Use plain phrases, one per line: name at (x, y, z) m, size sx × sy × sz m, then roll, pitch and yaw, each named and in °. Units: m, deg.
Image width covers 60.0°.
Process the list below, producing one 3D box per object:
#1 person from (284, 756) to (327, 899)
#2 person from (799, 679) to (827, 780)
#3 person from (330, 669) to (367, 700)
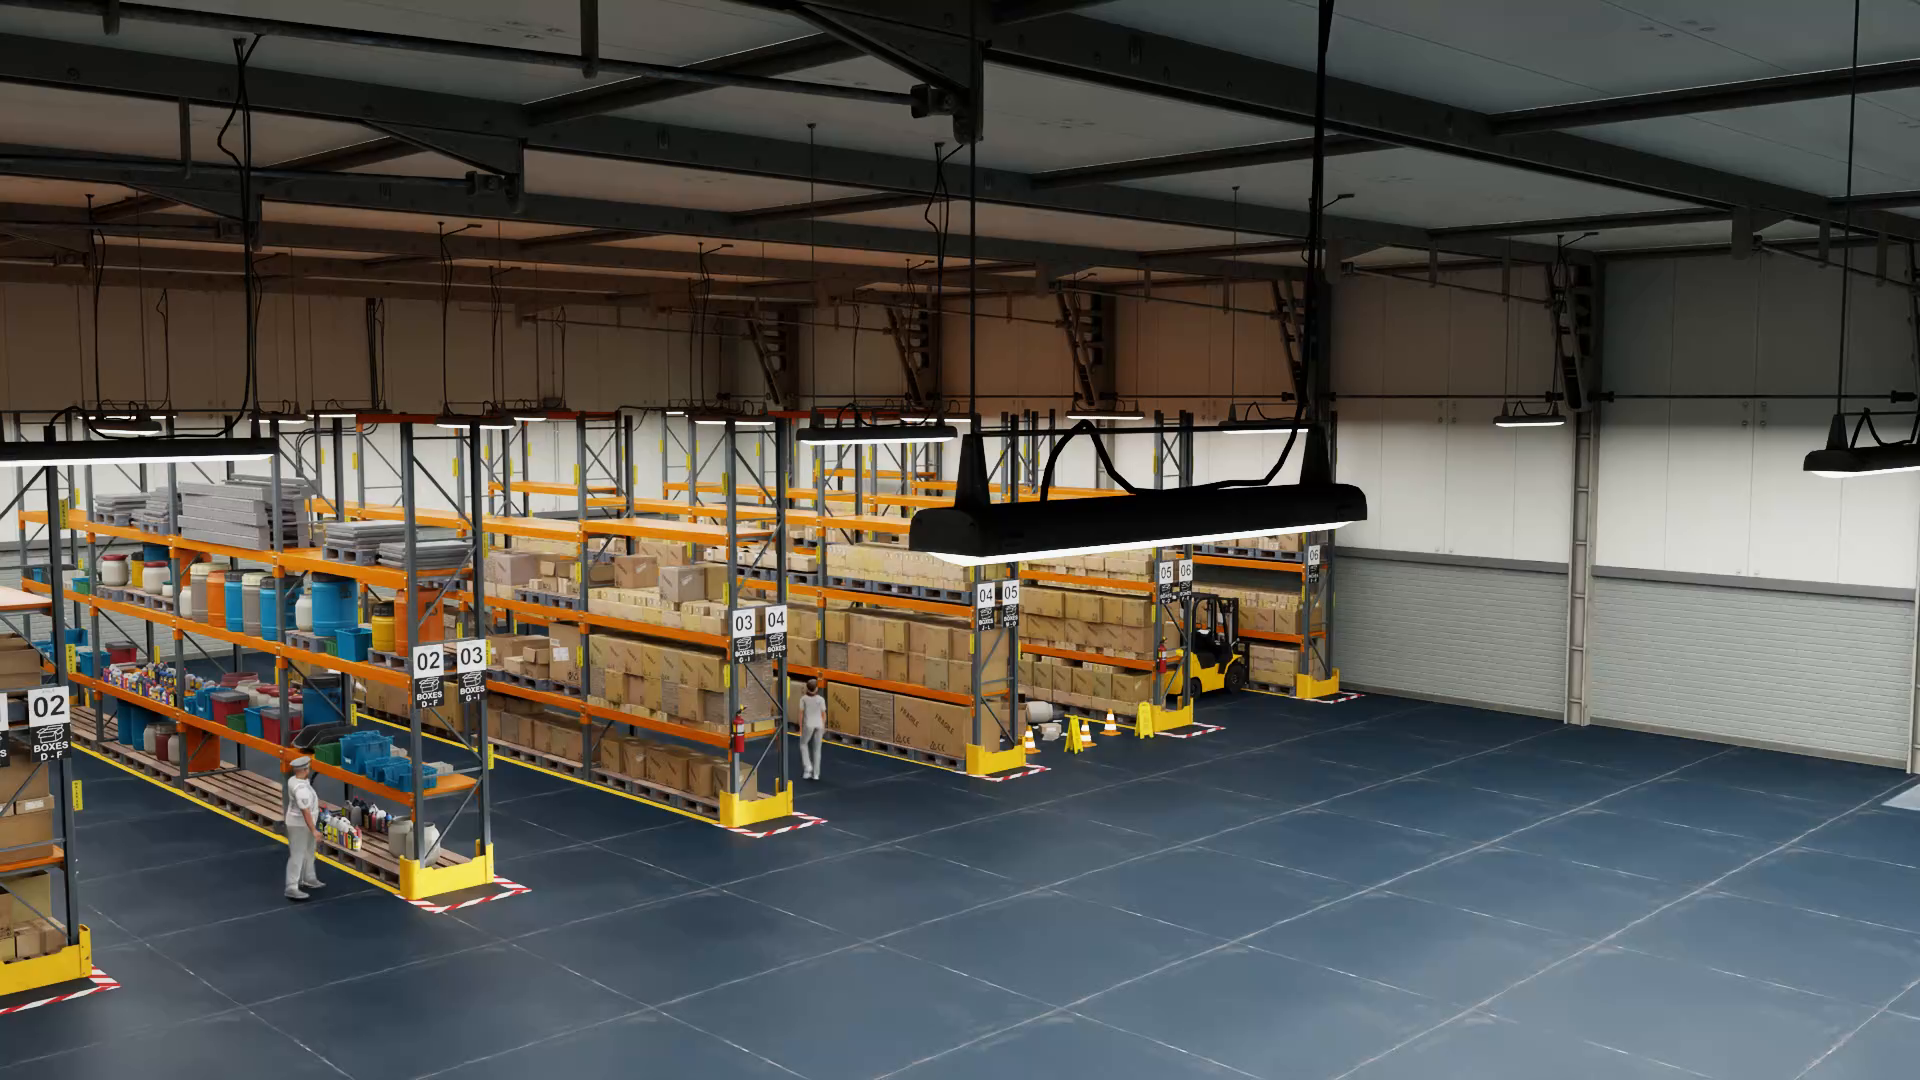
person at (-8.338, 3.640, 21.127) m, size 0.502 × 1.814 × 0.674 m, roll -2°, pitch 5°, yaw -19°
person at (-2.427, 3.109, 27.431) m, size 0.470 × 1.677 × 0.444 m, roll -1°, pitch 5°, yaw -13°
person at (-11.345, 2.865, 30.625) m, size 0.694 × 1.670 × 0.947 m, roll -4°, pitch 7°, yaw -41°
